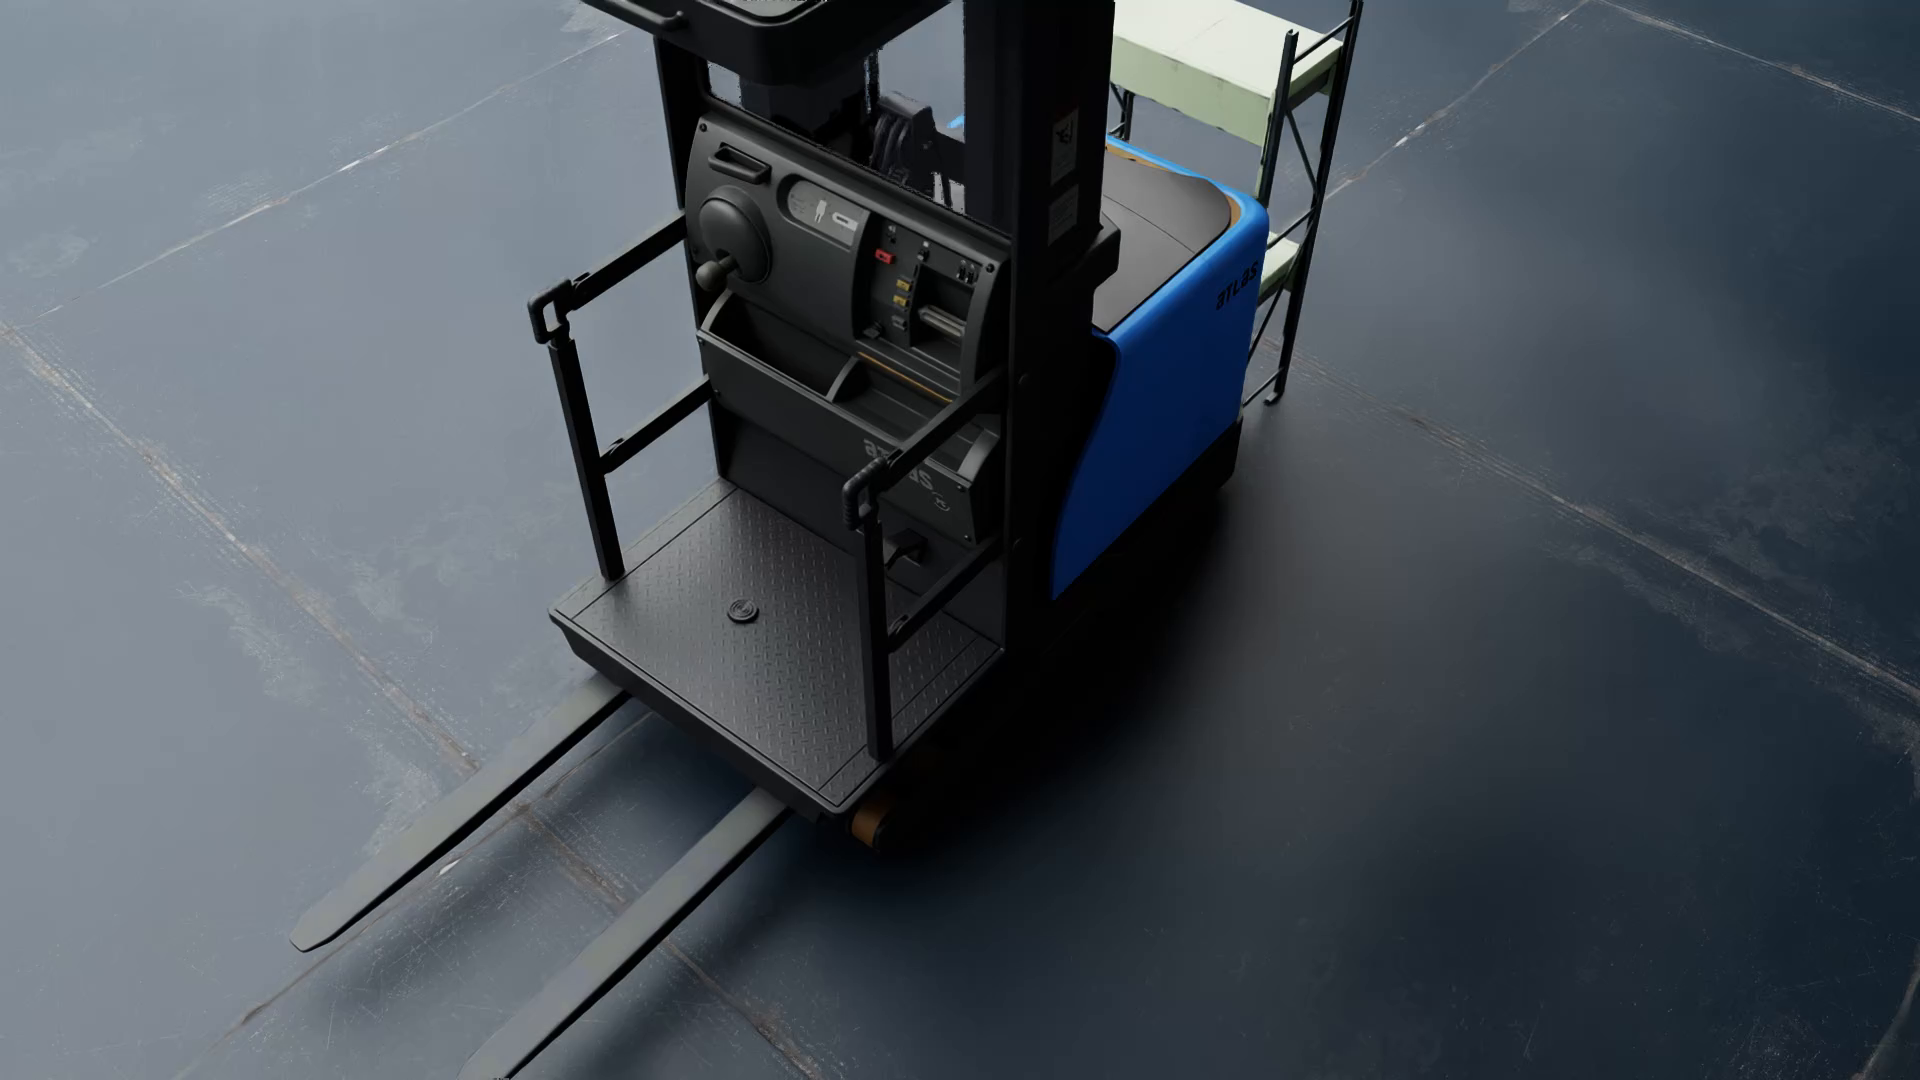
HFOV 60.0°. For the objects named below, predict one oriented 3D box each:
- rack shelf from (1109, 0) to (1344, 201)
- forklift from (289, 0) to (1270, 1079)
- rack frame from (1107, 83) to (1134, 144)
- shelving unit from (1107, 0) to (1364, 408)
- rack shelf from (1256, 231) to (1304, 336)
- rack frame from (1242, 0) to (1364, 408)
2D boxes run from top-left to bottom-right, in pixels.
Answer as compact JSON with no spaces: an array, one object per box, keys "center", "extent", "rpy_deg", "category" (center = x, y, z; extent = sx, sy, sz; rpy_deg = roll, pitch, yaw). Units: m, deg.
[{"center":[0.720,-1.380,4.973],"extent":[0.720,0.370,0.431],"rpy_deg":[31,53,26],"category":"rack shelf"},{"center":[-0.424,-0.591,3.795],"extent":[1.130,2.935,3.031],"rpy_deg":[30,54,25],"category":"forklift"},{"center":[0.432,-1.278,5.412],"extent":[0.023,1.500,0.400],"rpy_deg":[31,53,26],"category":"rack frame"},{"center":[0.713,-1.107,5.252],"extent":[0.755,1.500,0.431],"rpy_deg":[31,53,26],"category":"shelving unit"},{"center":[0.708,-0.879,5.485],"extent":[0.720,0.370,0.431],"rpy_deg":[31,53,26],"category":"rack shelf"},{"center":[0.995,-0.936,5.092],"extent":[0.023,1.500,0.400],"rpy_deg":[31,53,26],"category":"rack frame"}]
